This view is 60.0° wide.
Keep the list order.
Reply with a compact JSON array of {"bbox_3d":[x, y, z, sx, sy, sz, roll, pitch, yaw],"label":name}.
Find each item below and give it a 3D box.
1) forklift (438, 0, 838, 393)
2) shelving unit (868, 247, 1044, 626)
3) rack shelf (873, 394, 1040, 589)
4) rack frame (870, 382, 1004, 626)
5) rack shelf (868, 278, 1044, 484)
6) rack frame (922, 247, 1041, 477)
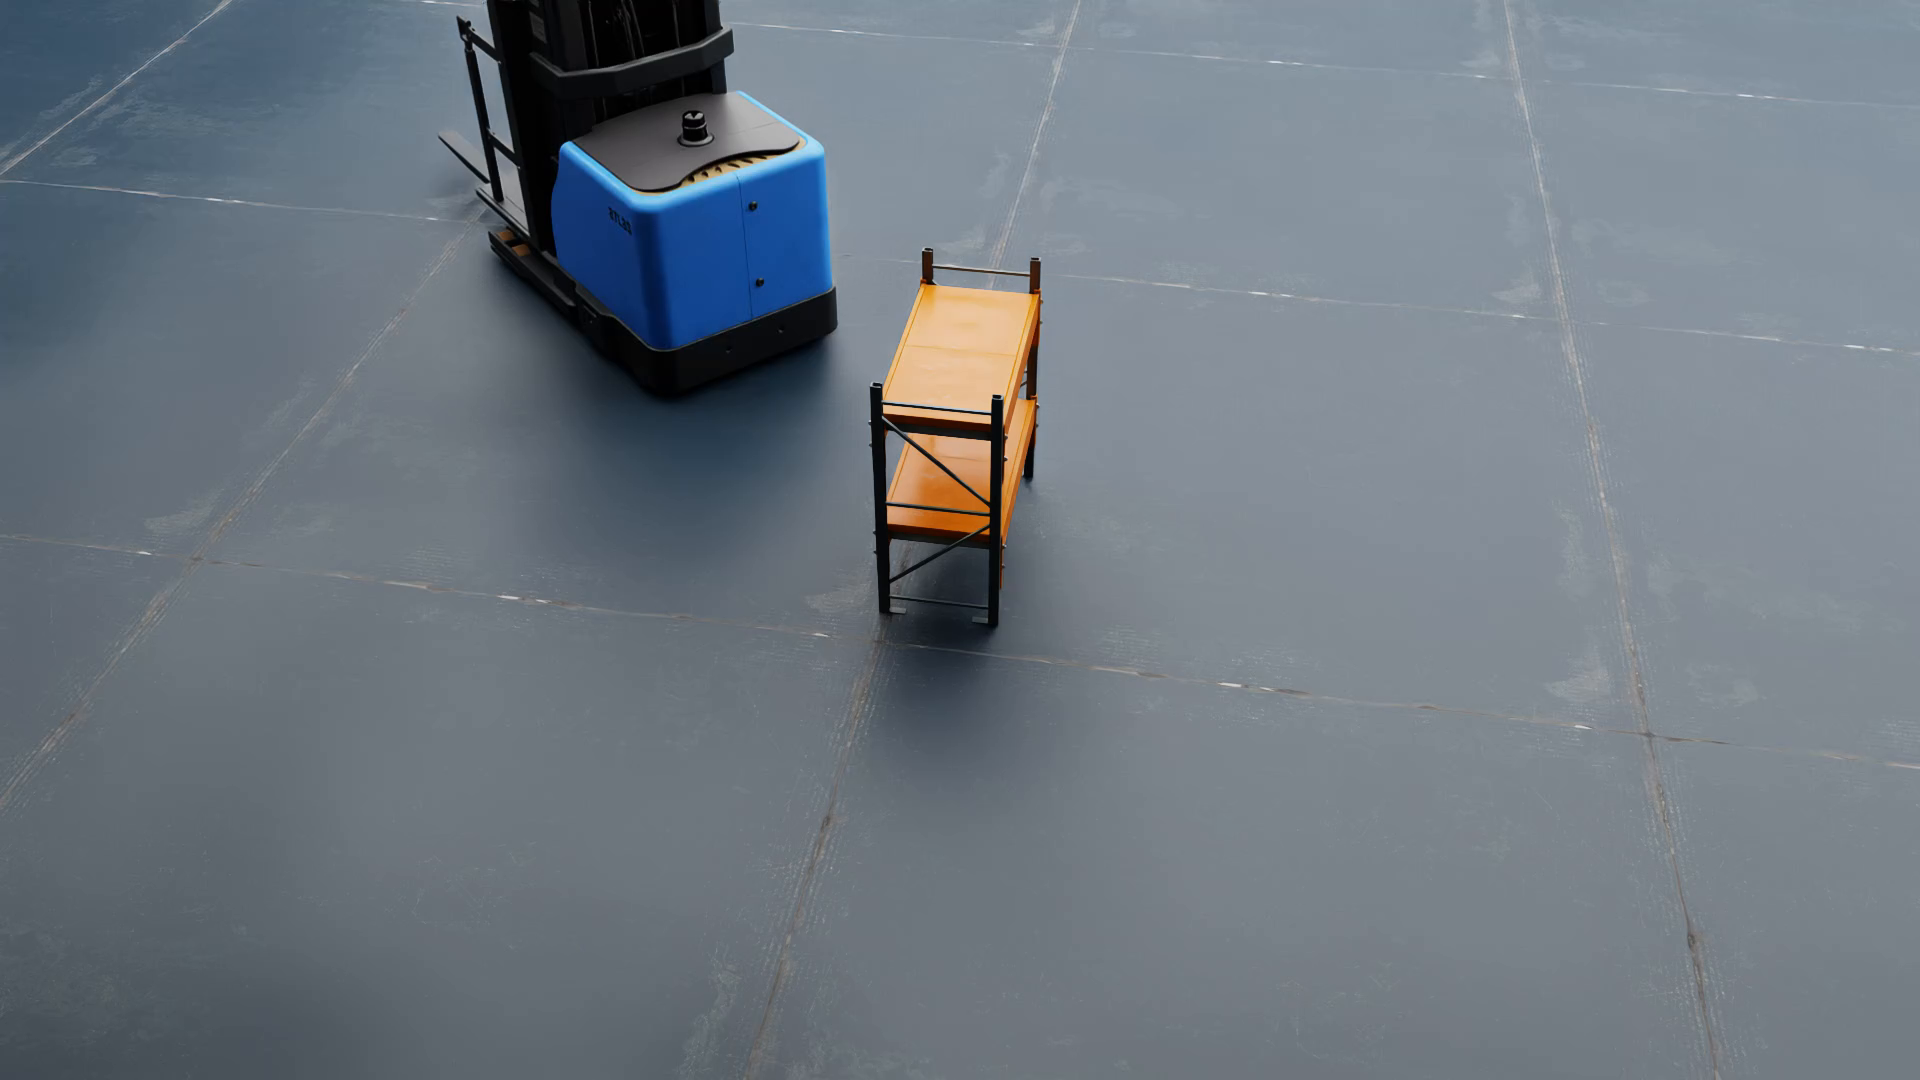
[{"bbox_3d":[-1.908,-2.724,8.245,1.130,2.935,3.031,-26,46,-28],"label":"forklift"},{"bbox_3d":[0.001,-0.438,6.897,0.538,1.125,1.048,6,40,8],"label":"shelving unit"},{"bbox_3d":[0.001,-0.249,7.053,0.538,0.278,1.000,6,40,8],"label":"rack shelf"},{"bbox_3d":[-0.087,-0.119,6.511,0.500,1.125,0.032,6,40,8],"label":"rack frame"},{"bbox_3d":[0.001,-0.663,6.710,0.538,0.278,1.000,6,40,8],"label":"rack shelf"},{"bbox_3d":[0.089,-0.757,7.283,0.500,1.125,0.032,6,40,8],"label":"rack frame"}]
